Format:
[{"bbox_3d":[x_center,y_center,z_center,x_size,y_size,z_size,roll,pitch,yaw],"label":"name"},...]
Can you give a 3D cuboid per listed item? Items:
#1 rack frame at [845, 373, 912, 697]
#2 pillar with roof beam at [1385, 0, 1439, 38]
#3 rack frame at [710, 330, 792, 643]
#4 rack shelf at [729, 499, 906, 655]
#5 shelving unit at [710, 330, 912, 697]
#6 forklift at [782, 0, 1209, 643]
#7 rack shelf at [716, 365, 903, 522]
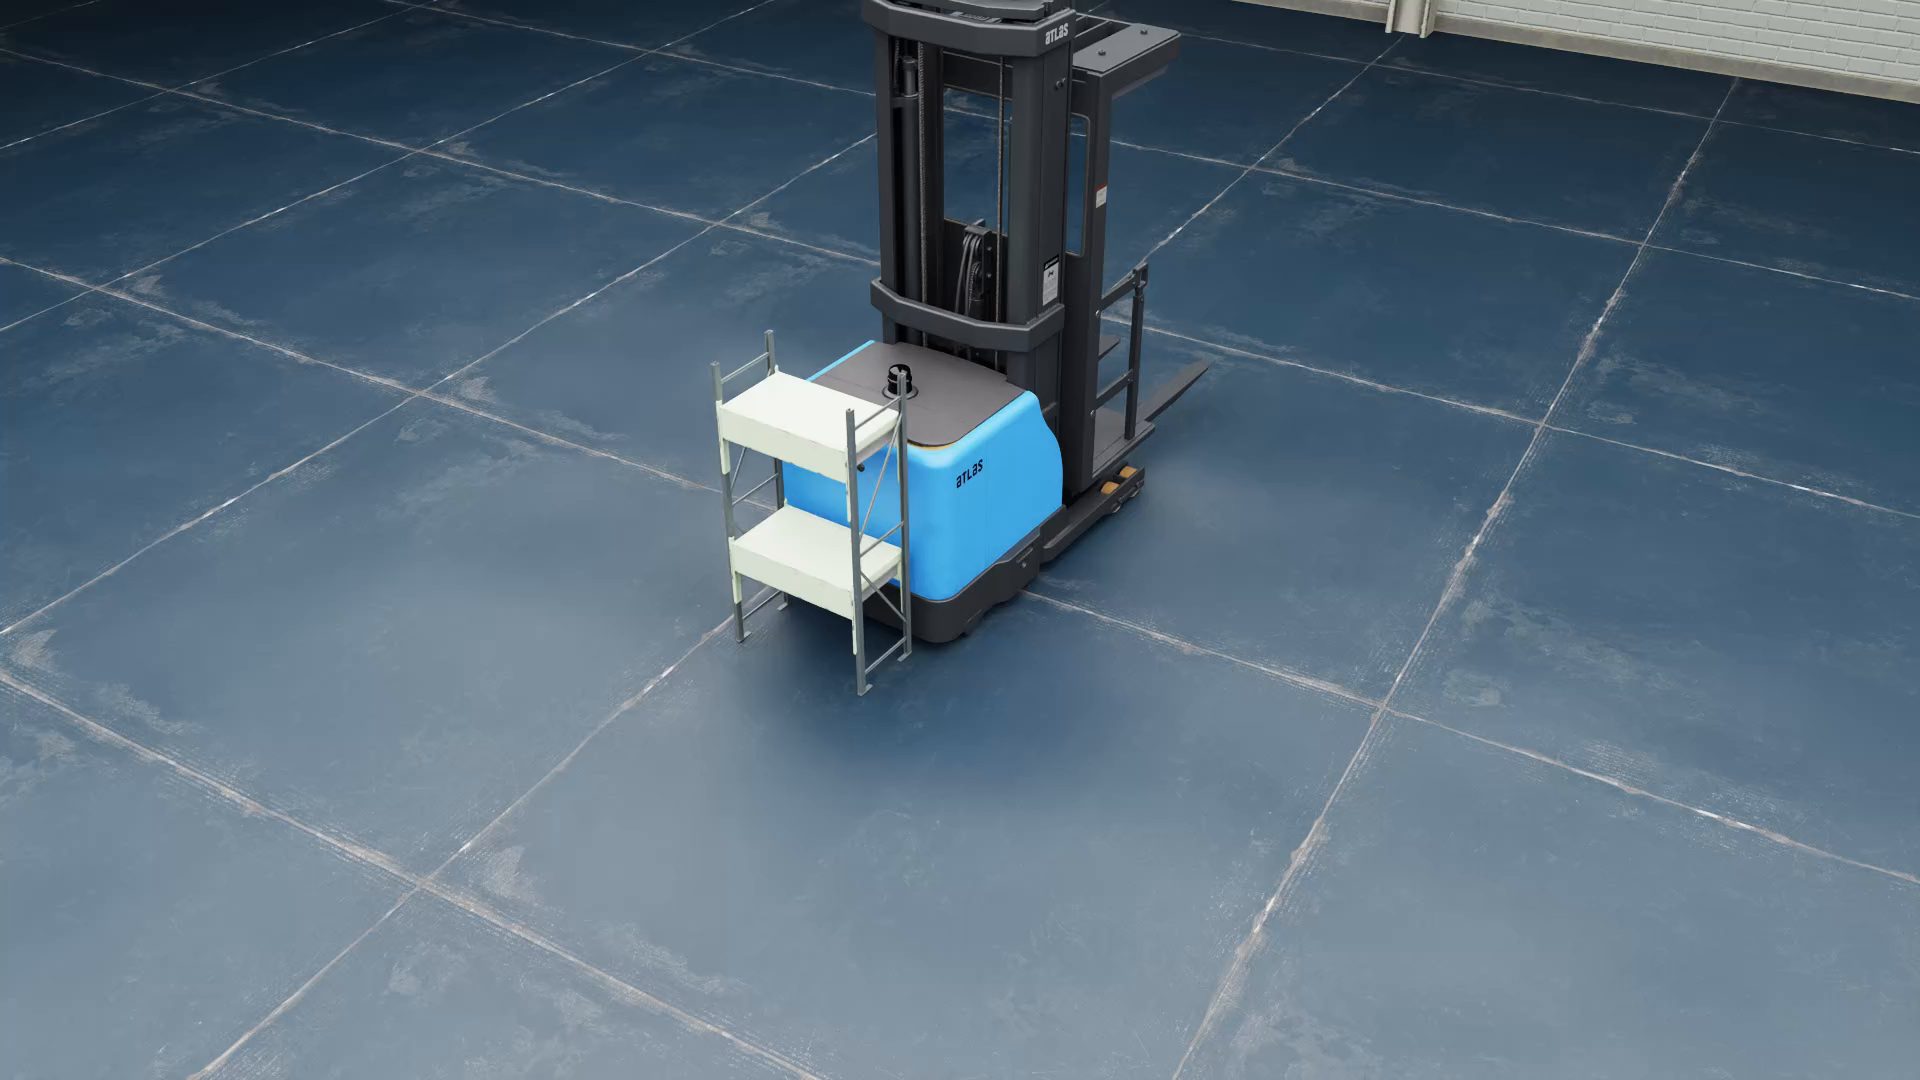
[{"bbox_3d":[-0.351,0.003,7.392,0.023,1.500,0.400,21,39,28],"label":"rack frame"},{"bbox_3d":[2.244,-6.634,10.594,0.400,9.000,9.100,18,37,24],"label":"pillar with roof beam"},{"bbox_3d":[-0.958,-0.224,7.733,0.023,1.500,0.400,21,39,28],"label":"rack frame"},{"bbox_3d":[-0.655,0.161,7.744,0.720,0.370,0.431,21,39,28],"label":"rack shelf"},{"bbox_3d":[-0.655,-0.111,7.563,0.755,1.500,0.431,21,39,28],"label":"shelving unit"},{"bbox_3d":[0.354,-1.504,8.364,1.130,2.935,3.031,21,39,28],"label":"forklift"},{"bbox_3d":[-0.655,-0.435,7.347,0.720,0.370,0.431,21,39,28],"label":"rack shelf"}]
